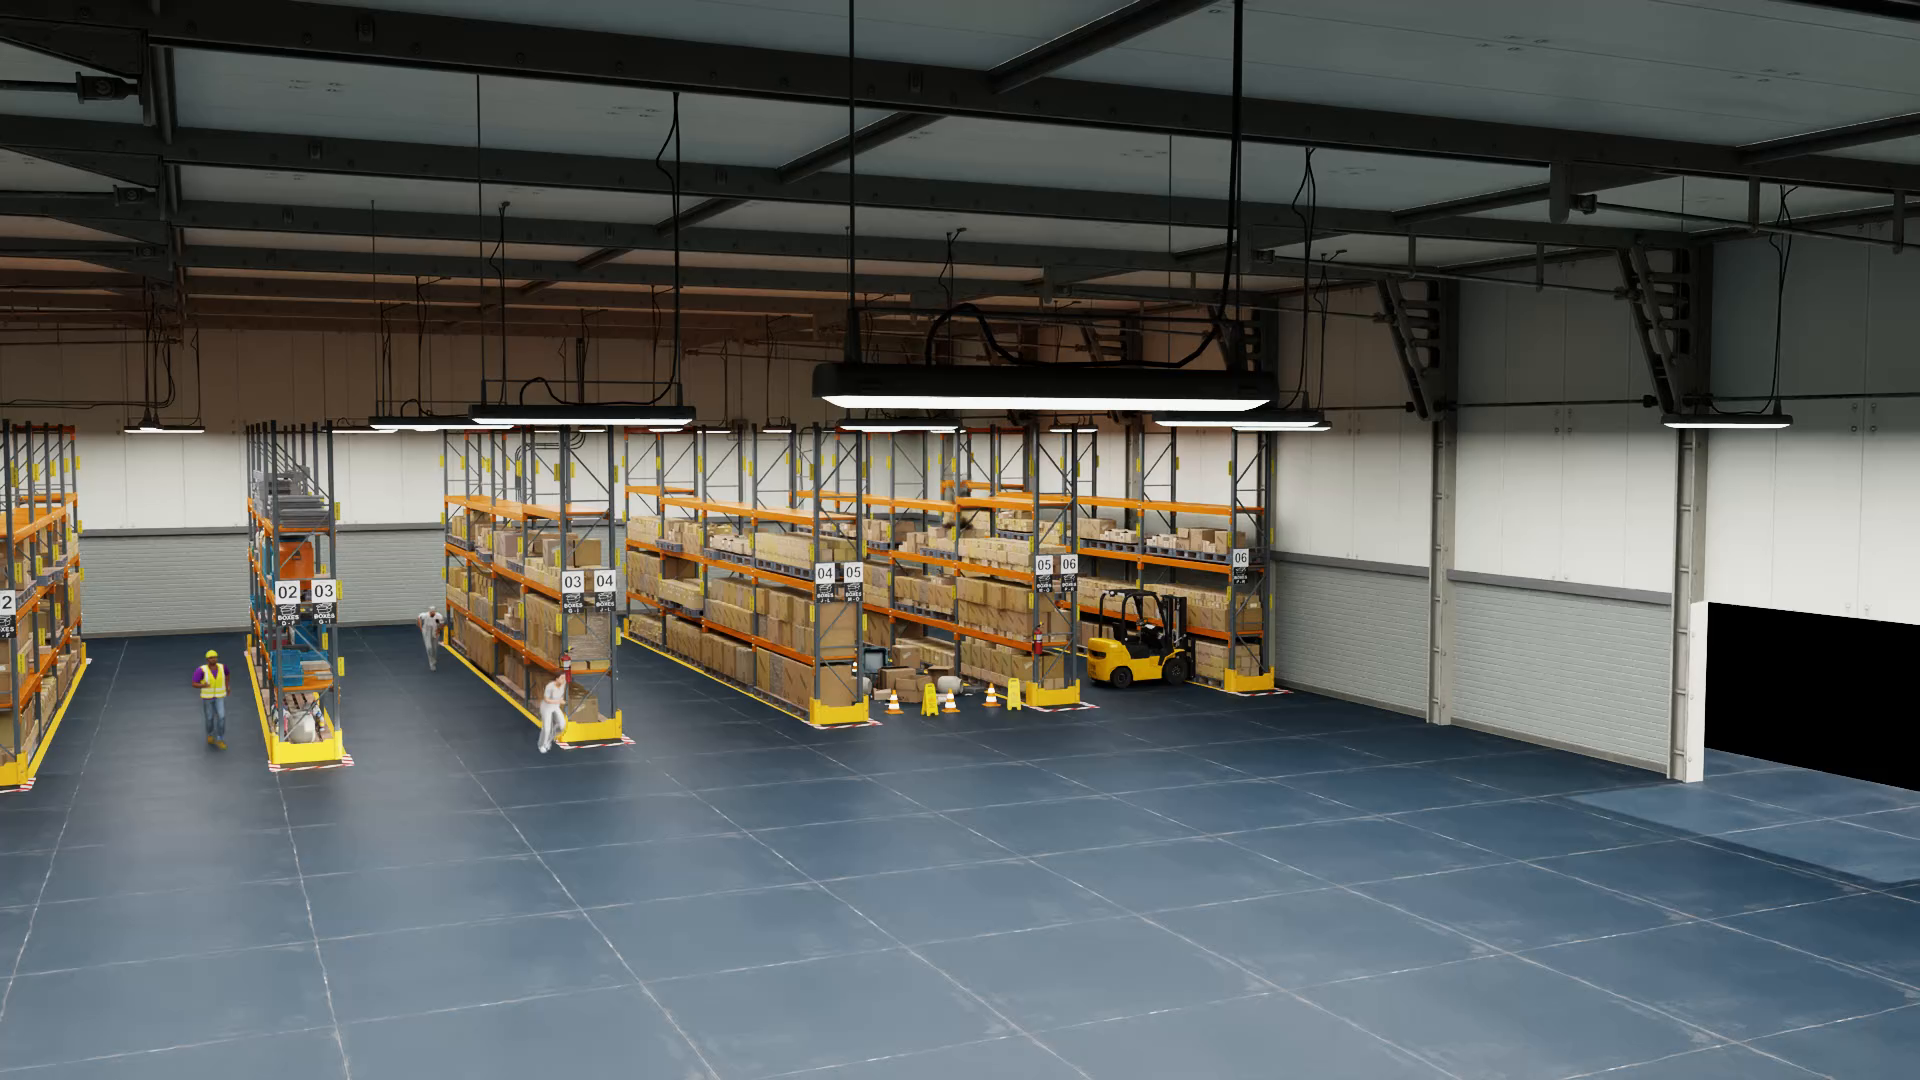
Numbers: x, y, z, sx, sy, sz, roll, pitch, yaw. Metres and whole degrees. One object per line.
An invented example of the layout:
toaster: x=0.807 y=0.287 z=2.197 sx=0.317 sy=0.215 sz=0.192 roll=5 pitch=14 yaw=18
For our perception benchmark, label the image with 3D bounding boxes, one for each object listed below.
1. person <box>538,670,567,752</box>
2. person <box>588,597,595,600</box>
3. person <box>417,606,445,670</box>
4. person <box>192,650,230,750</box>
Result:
person: x=-7.318 y=3.082 z=30.042 sx=0.860 sy=1.518 sz=0.588 roll=3 pitch=4 yaw=37
person: x=-10.660 y=1.949 z=47.763 sx=0.593 sy=1.584 sz=0.783 roll=3 pitch=4 yaw=37
person: x=-13.047 y=2.393 z=41.039 sx=0.642 sy=1.627 sz=1.032 roll=-1 pitch=4 yaw=-19
person: x=-13.739 y=2.922 z=30.549 sx=0.679 sy=1.816 sz=0.806 roll=-2 pitch=4 yaw=-31
